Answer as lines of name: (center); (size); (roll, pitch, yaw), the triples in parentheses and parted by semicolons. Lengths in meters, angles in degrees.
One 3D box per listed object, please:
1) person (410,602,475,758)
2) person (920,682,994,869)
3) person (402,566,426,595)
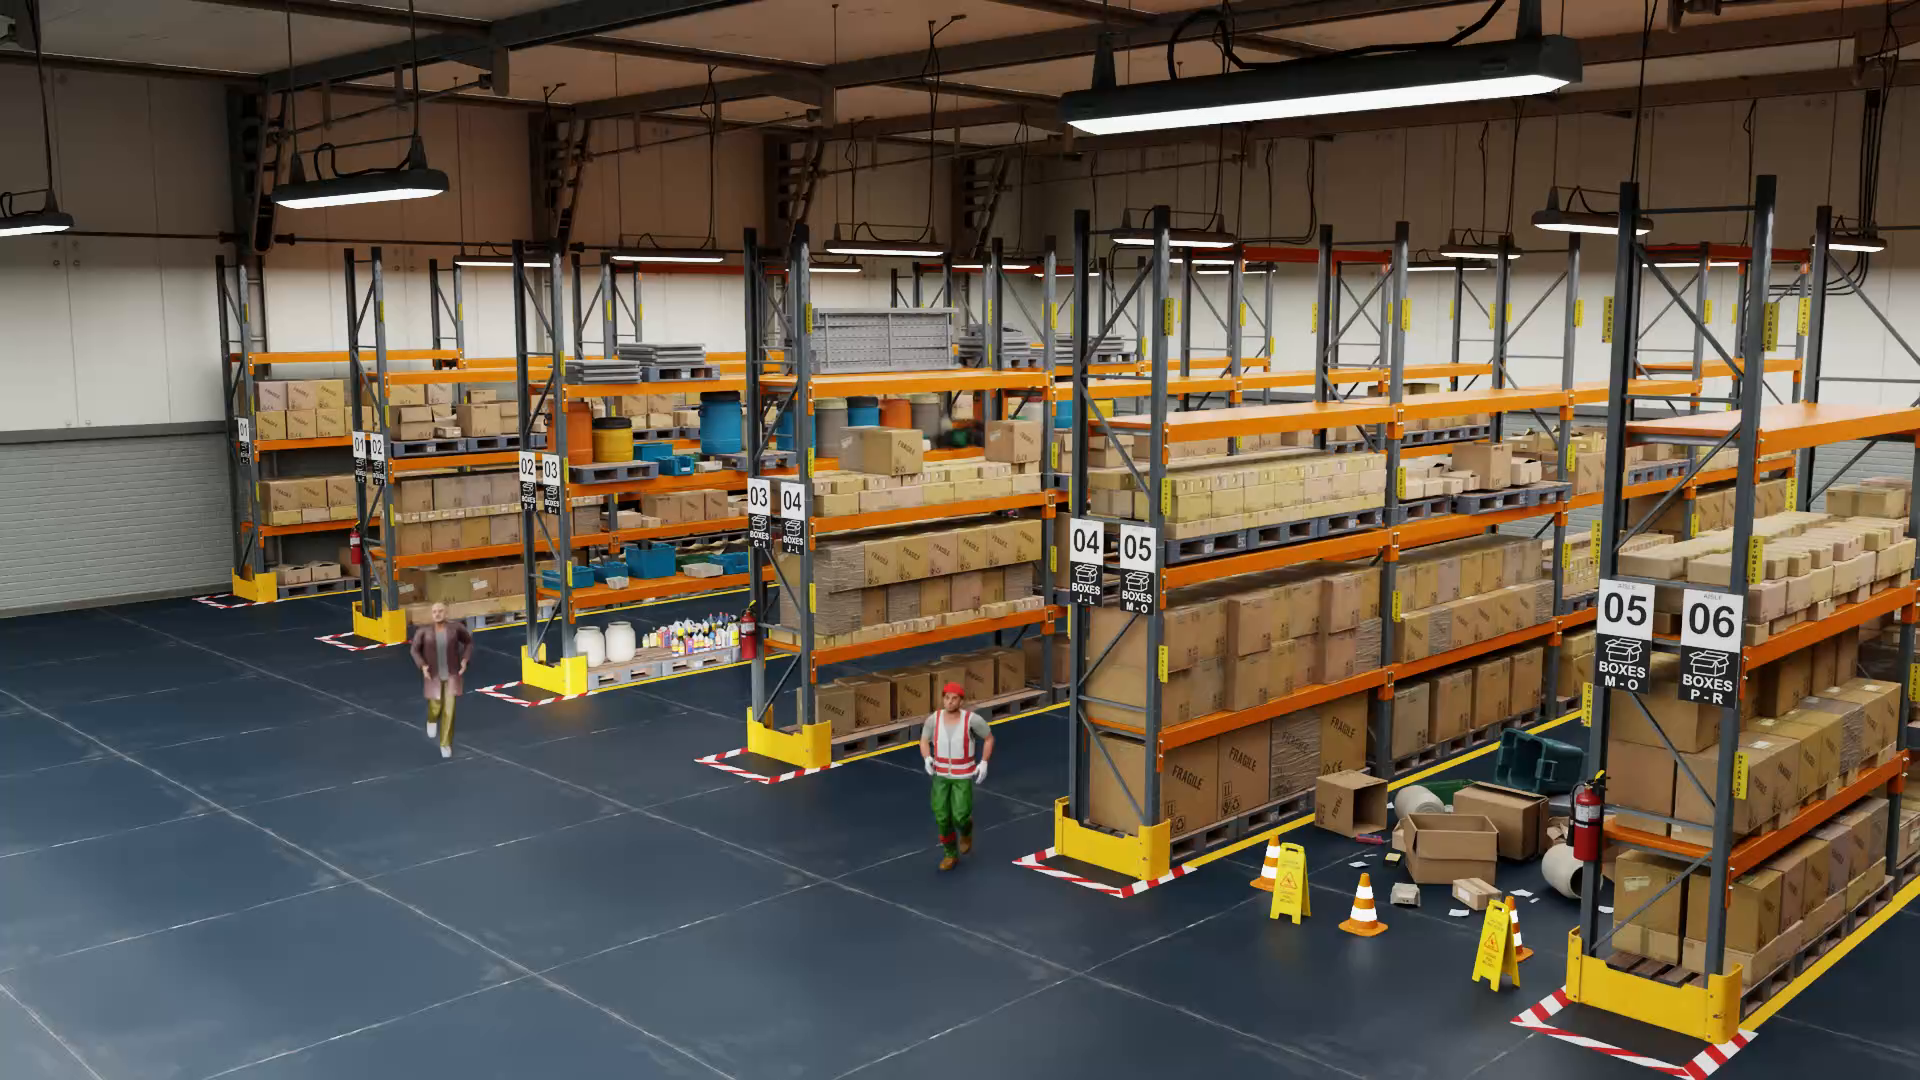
person: (-5.996, 1.583, 19.324); (0.717, 1.767, 0.826); (-2, 8, -16)
person: (-0.055, 2.131, 15.214); (0.675, 1.684, 0.566); (2, 8, 12)
person: (-9.167, 0.393, 27.664); (0.655, 1.736, 0.623); (7, 11, 40)
